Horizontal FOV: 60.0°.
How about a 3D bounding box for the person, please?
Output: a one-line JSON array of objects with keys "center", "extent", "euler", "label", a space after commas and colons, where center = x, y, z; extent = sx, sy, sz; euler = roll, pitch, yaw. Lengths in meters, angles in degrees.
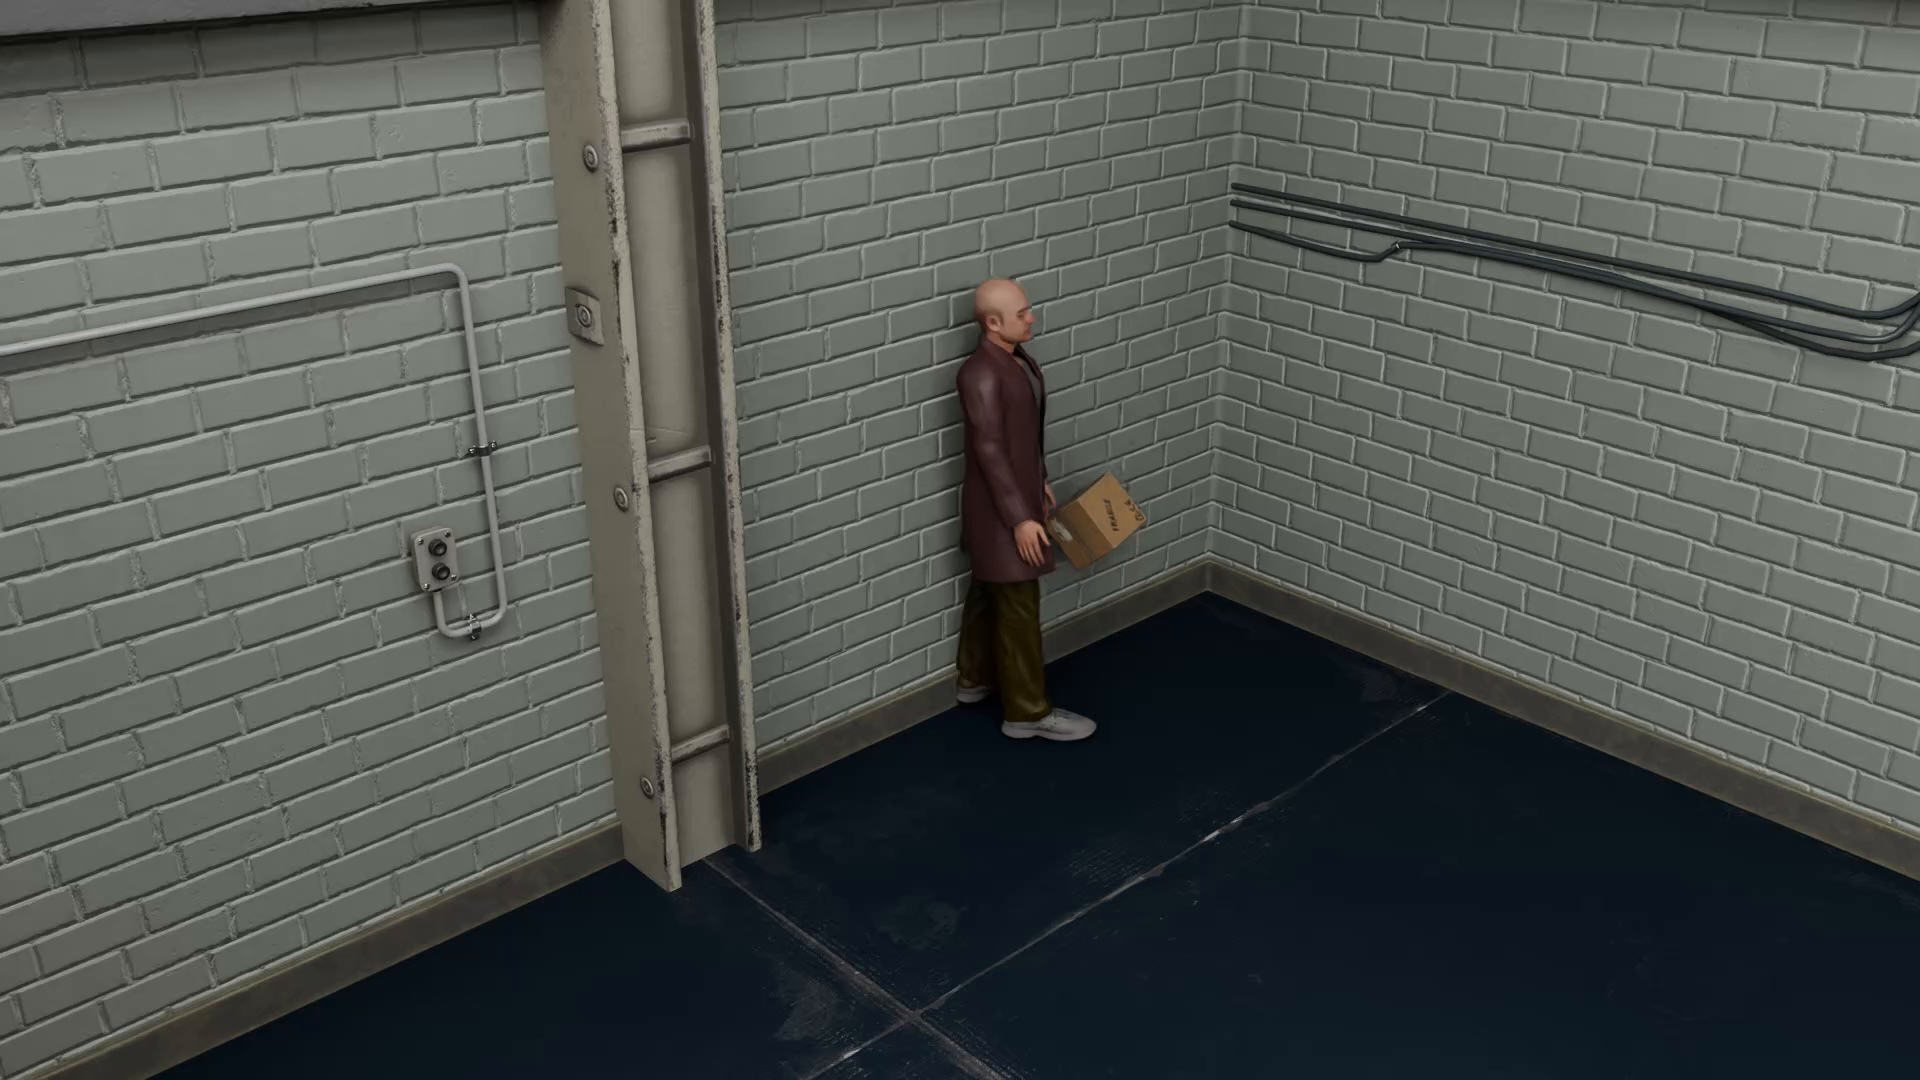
[{"center": [0.263, -0.119, 6.342], "extent": [0.605, 1.780, 0.644], "euler": [4, 24, 8], "label": "person"}]
